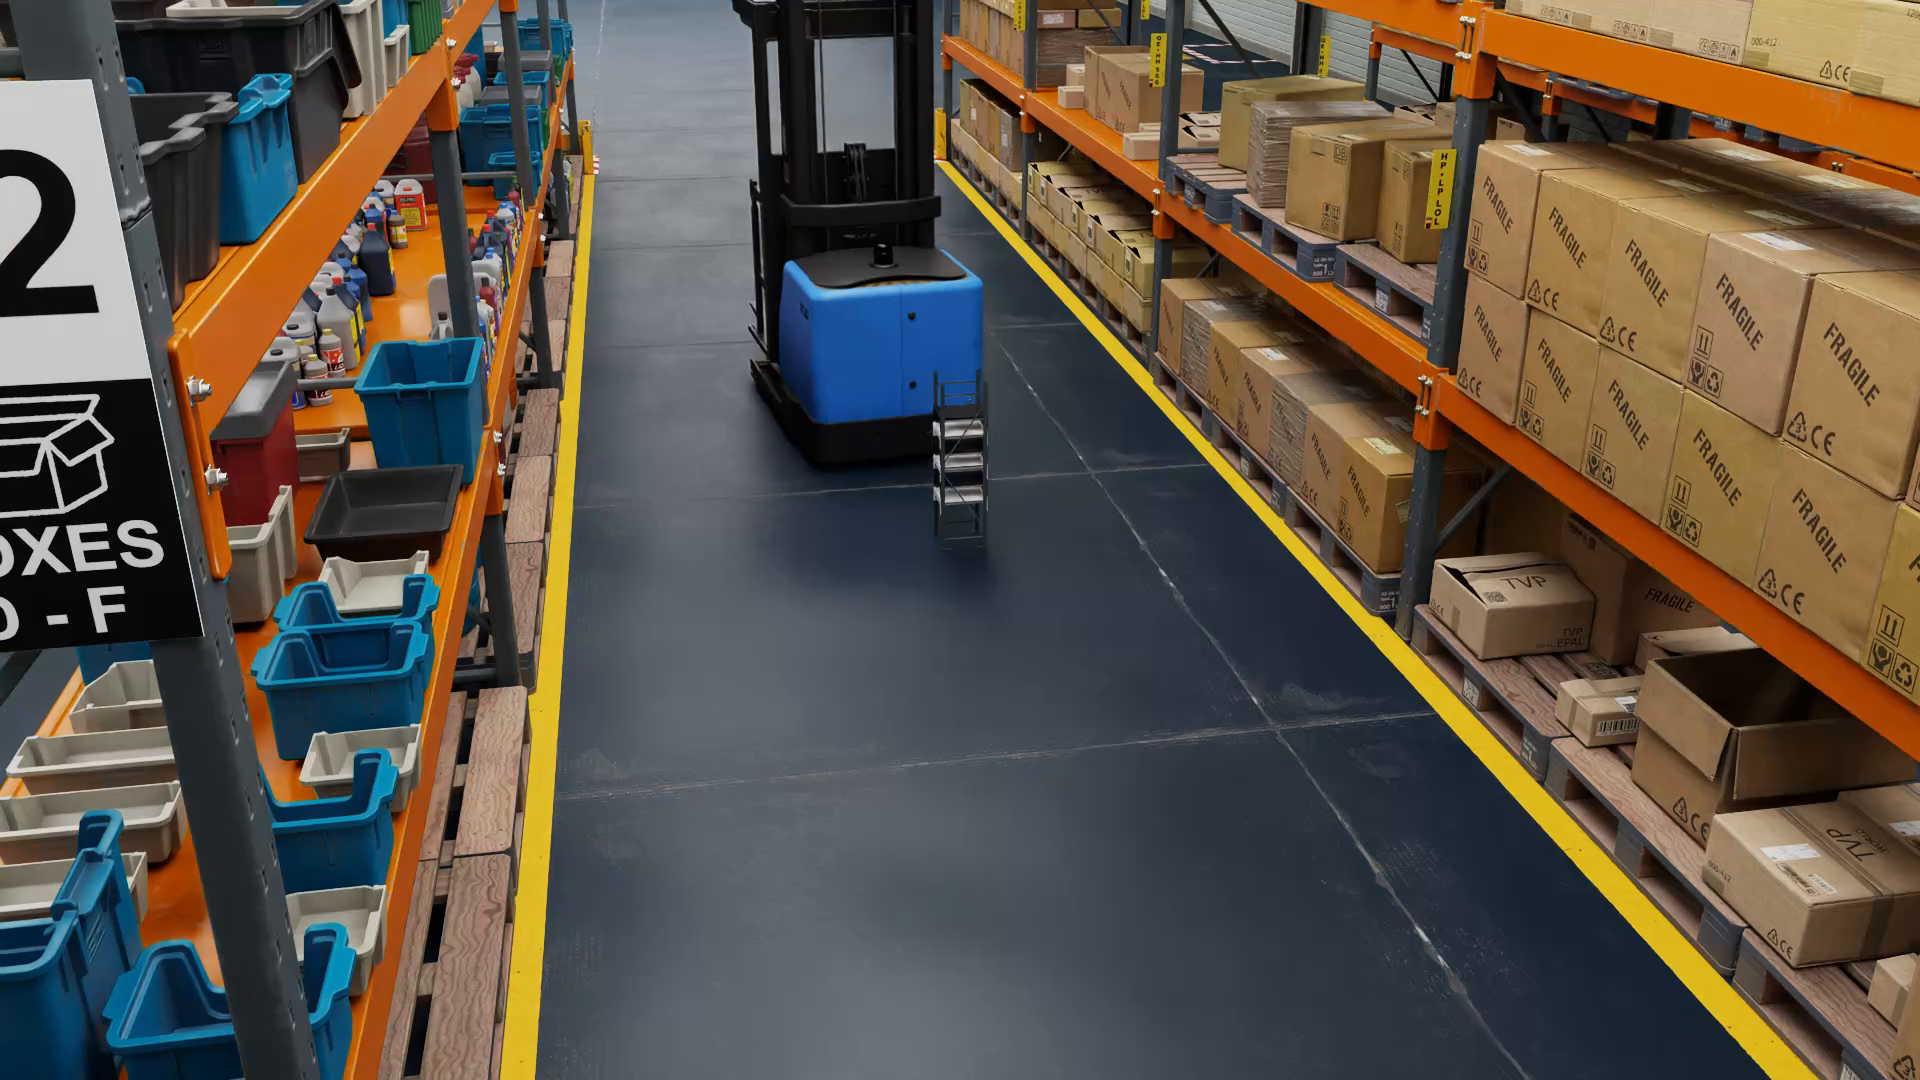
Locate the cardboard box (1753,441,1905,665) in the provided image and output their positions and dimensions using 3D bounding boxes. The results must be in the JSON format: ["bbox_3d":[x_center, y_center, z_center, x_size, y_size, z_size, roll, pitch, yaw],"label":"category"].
[{"bbox_3d":[2.734,0.011,4.852,0.500,0.500,0.500,-4,24,-9],"label":"cardboard box"}]

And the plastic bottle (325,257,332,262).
[{"bbox_3d":[-3.044,-1.246,8.002,0.061,0.283,0.133,-4,24,-10],"label":"plastic bottle"}]

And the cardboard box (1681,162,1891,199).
[{"bbox_3d":[2.976,-1.083,6.108,0.500,0.500,0.500,-5,24,-11],"label":"cardboard box"}]

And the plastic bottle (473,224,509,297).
[{"bbox_3d":[-2.324,-1.378,8.218,0.144,0.351,0.185,-4,24,-10],"label":"plastic bottle"}]

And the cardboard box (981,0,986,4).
[{"bbox_3d":[0.413,-5.346,16.308,0.380,0.149,0.250,-5,24,-10],"label":"cardboard box"}]

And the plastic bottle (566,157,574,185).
[{"bbox_3d":[-3.747,-3.537,15.945,0.061,0.283,0.133,-4,24,-8],"label":"plastic bottle"}]

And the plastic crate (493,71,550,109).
[{"bbox_3d":[-3.307,-3.323,12.632,0.392,0.384,0.575,-4,24,-10],"label":"plastic crate"}]

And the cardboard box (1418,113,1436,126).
[{"bbox_3d":[5.325,-4.515,18.149,0.500,0.311,0.500,-2,24,-5],"label":"cardboard box"}]

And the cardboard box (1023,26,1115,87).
[{"bbox_3d":[0.964,-4.327,14.784,0.700,0.500,0.500,-5,24,-11],"label":"cardboard box"}]

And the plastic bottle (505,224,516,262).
[{"bbox_3d":[-2.429,-1.582,8.874,0.097,0.201,0.097,0,24,0],"label":"plastic bottle"}]

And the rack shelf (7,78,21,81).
[{"bbox_3d":[-9.054,-3.832,14.675,1.077,0.370,4.000,-4,24,-10],"label":"rack shelf"}]

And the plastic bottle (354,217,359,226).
[{"bbox_3d":[-3.207,-1.592,8.793,0.061,0.283,0.133,-4,24,-10],"label":"plastic bottle"}]

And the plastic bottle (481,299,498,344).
[{"bbox_3d":[-2.147,-0.982,7.499,0.097,0.201,0.097,0,24,0],"label":"plastic bottle"}]

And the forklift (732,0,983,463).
[{"bbox_3d":[-0.768,-2.349,10.466,1.130,2.935,3.031,-7,25,-16],"label":"forklift"}]

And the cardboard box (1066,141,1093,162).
[{"bbox_3d":[1.274,-3.588,15.192,0.500,0.500,0.500,-4,24,-10],"label":"cardboard box"}]

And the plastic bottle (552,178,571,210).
[{"bbox_3d":[-3.593,-3.152,14.979,0.144,0.351,0.185,-5,24,-12],"label":"plastic bottle"}]

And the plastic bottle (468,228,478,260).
[{"bbox_3d":[-2.479,-1.454,8.478,0.061,0.283,0.133,-4,24,-10],"label":"plastic bottle"}]

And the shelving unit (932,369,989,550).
[{"bbox_3d":[0.001,-0.409,8.563,0.258,0.900,0.210,-4,24,-10],"label":"shelving unit"}]

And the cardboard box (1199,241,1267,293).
[{"bbox_3d":[1.983,-1.950,11.678,0.500,0.311,0.500,-4,24,-8],"label":"cardboard box"}]

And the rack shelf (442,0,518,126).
[{"bbox_3d":[-2.707,-2.426,7.709,1.077,0.370,4.000,-4,24,-10],"label":"rack shelf"}]

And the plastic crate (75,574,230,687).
[{"bbox_3d":[-2.230,0.239,4.589,0.416,0.233,0.300,-4,24,-10],"label":"plastic crate"}]

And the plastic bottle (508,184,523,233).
[{"bbox_3d":[-2.540,-1.896,9.490,0.061,0.283,0.133,-4,24,-10],"label":"plastic bottle"}]

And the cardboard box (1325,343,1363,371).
[{"bbox_3d":[2.394,-0.829,9.475,0.500,0.500,0.500,-5,24,-12],"label":"cardboard box"}]

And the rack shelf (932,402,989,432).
[{"bbox_3d":[0.001,-0.626,8.468,0.258,0.077,0.200,-4,24,-10],"label":"rack shelf"}]

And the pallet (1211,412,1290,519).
[{"bbox_3d":[2.115,-0.480,9.586,1.003,0.211,1.213,-4,24,-10],"label":"pallet"}]

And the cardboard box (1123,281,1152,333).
[{"bbox_3d":[1.454,-1.655,11.702,0.500,0.250,0.500,-4,24,-8],"label":"cardboard box"}]

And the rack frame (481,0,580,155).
[{"bbox_3d":[-4.556,-5.315,17.172,1.000,3.000,0.127,-4,24,-10],"label":"rack frame"}]

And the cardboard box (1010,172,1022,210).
[{"bbox_3d":[0.751,-3.205,15.252,0.500,0.250,0.500,-4,24,-10],"label":"cardboard box"}]

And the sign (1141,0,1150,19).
[{"bbox_3d":[1.583,-4.645,14.290,0.100,0.325,0.005,-4,24,-10],"label":"sign"}]

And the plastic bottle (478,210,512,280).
[{"bbox_3d":[-2.383,-1.503,8.505,0.144,0.351,0.185,-4,24,-10],"label":"plastic bottle"}]

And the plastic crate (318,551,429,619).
[{"bbox_3d":[-1.720,0.161,4.888,0.293,0.136,0.466,-4,24,-10],"label":"plastic crate"}]

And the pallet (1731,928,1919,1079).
[{"bbox_3d":[3.108,1.548,4.942,1.003,0.211,1.213,-4,24,-10],"label":"pallet"}]

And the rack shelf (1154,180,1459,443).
[{"bbox_3d":[2.161,-1.417,9.145,1.077,0.370,4.000,-4,24,-10],"label":"rack shelf"}]

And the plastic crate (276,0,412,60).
[{"bbox_3d":[-1.855,-1.558,5.032,0.416,0.233,0.300,-4,24,-10],"label":"plastic crate"}]

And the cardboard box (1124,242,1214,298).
[{"bbox_3d":[1.453,-1.911,11.587,0.500,0.311,0.500,-4,24,-8],"label":"cardboard box"}]

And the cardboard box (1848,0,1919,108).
[{"bbox_3d":[2.730,-1.268,4.346,0.500,0.250,0.500,-4,24,-10],"label":"cardboard box"}]

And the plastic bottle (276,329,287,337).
[{"bbox_3d":[-2.816,-0.760,6.888,0.061,0.283,0.133,-4,24,-10],"label":"plastic bottle"}]

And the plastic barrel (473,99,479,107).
[{"bbox_3d":[-3.723,-3.146,12.379,0.301,0.262,0.301,0,24,0],"label":"plastic barrel"}]

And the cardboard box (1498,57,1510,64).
[{"bbox_3d":[5.450,-4.776,16.099,0.500,0.250,0.500,-4,24,-10],"label":"cardboard box"}]

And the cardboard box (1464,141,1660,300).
[{"bbox_3d":[2.342,-1.258,6.508,0.500,0.500,0.500,-4,24,-8],"label":"cardboard box"}]

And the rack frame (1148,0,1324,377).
[{"bbox_3d":[1.791,-2.533,10.803,1.000,3.000,0.127,-4,24,-10],"label":"rack frame"}]

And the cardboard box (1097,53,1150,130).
[{"bbox_3d":[1.368,-3.445,12.765,0.500,0.500,0.500,-4,24,-10],"label":"cardboard box"}]

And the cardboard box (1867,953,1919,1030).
[{"bbox_3d":[2.942,1.349,4.905,0.380,0.166,0.250,-4,24,-10],"label":"cardboard box"}]

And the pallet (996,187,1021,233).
[{"bbox_3d":[0.946,-3.145,15.687,1.003,0.211,1.213,-4,24,-10],"label":"pallet"}]

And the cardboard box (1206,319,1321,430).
[{"bbox_3d":[1.785,-0.986,9.833,0.500,0.500,0.500,-5,24,-10],"label":"cardboard box"}]

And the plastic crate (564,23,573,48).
[{"bbox_3d":[-4.170,-5.072,16.801,0.499,0.251,0.616,-4,24,-10],"label":"plastic crate"}]

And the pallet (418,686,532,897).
[{"bbox_3d":[-2.163,0.969,6.267,1.003,0.211,1.213,-4,24,-10],"label":"pallet"}]

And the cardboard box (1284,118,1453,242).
[{"bbox_3d":[2.144,-1.889,8.677,0.700,0.500,0.500,-11,26,-23],"label":"cardboard box"}]

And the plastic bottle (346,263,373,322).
[{"bbox_3d":[-2.838,-1.170,7.841,0.097,0.271,0.097,0,24,0],"label":"plastic bottle"}]

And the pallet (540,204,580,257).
[{"bbox_3d":[-3.900,-2.731,14.739,1.003,0.211,1.213,-4,24,-10],"label":"pallet"}]

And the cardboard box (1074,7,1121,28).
[{"bbox_3d":[1.192,-4.570,14.530,0.380,0.149,0.250,-4,24,-10],"label":"cardboard box"}]

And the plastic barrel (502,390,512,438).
[{"bbox_3d":[-2.778,-0.814,9.449,0.421,0.512,0.421,0,24,0],"label":"plastic barrel"}]
